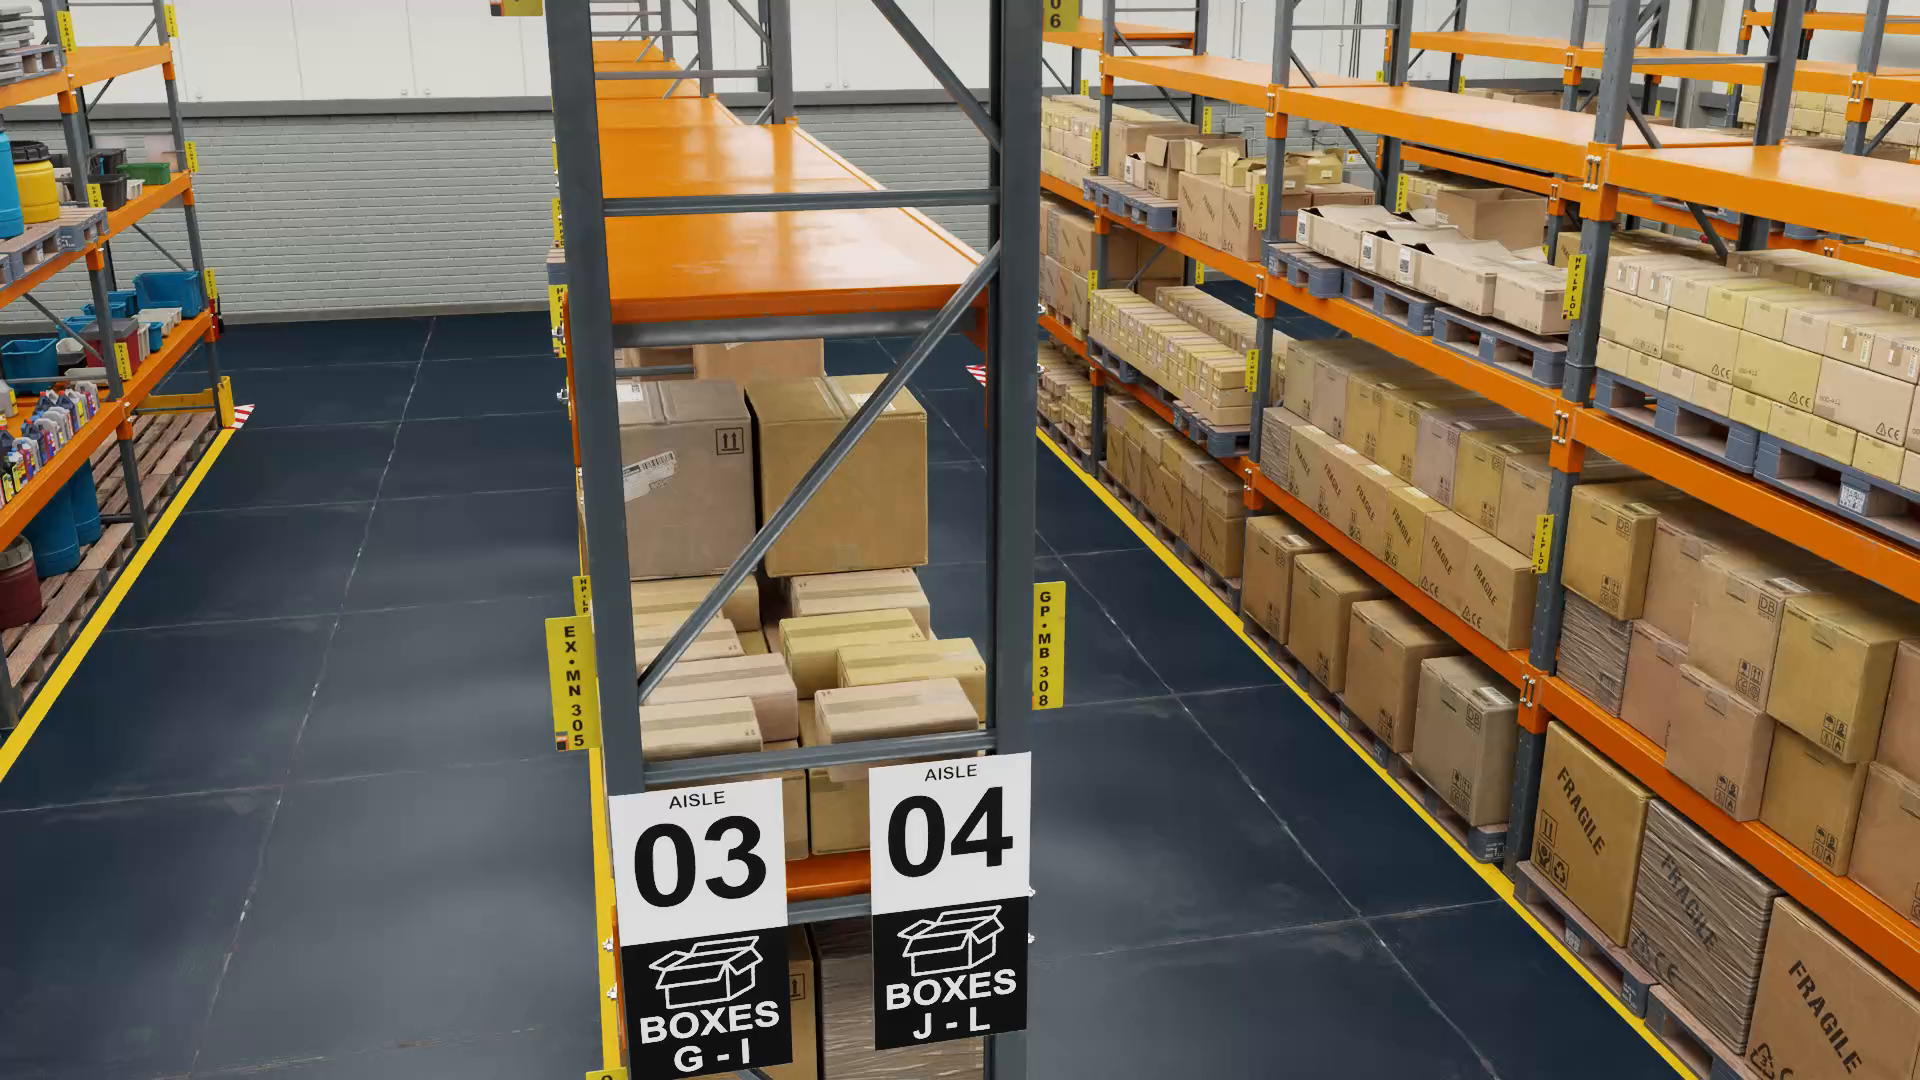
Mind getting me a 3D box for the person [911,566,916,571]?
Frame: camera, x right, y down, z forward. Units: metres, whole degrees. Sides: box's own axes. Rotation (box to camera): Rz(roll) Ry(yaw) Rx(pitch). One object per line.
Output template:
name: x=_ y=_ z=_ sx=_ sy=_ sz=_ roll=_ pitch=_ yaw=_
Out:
person: x=-0.625 y=0.185 z=12.882 sx=0.499 sy=1.083 sz=0.965 roll=-5 pitch=20 yaw=-15
